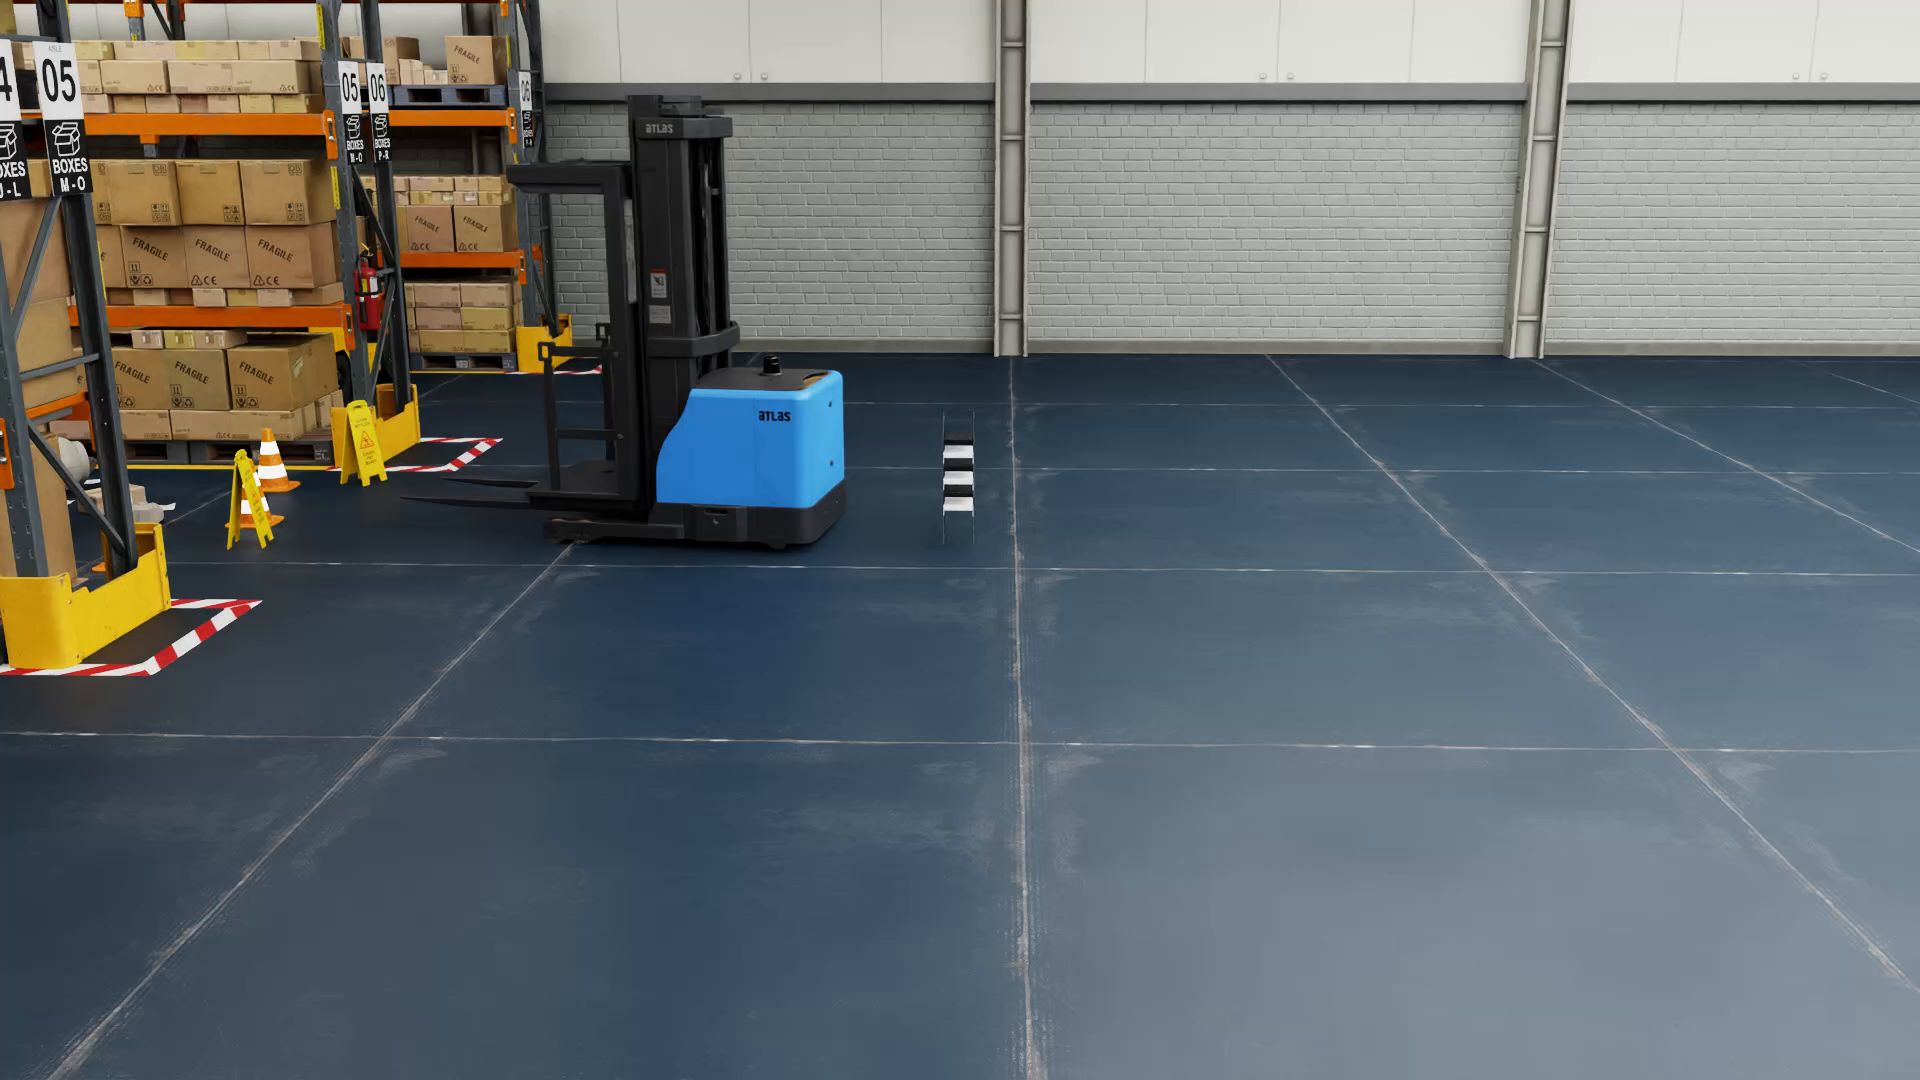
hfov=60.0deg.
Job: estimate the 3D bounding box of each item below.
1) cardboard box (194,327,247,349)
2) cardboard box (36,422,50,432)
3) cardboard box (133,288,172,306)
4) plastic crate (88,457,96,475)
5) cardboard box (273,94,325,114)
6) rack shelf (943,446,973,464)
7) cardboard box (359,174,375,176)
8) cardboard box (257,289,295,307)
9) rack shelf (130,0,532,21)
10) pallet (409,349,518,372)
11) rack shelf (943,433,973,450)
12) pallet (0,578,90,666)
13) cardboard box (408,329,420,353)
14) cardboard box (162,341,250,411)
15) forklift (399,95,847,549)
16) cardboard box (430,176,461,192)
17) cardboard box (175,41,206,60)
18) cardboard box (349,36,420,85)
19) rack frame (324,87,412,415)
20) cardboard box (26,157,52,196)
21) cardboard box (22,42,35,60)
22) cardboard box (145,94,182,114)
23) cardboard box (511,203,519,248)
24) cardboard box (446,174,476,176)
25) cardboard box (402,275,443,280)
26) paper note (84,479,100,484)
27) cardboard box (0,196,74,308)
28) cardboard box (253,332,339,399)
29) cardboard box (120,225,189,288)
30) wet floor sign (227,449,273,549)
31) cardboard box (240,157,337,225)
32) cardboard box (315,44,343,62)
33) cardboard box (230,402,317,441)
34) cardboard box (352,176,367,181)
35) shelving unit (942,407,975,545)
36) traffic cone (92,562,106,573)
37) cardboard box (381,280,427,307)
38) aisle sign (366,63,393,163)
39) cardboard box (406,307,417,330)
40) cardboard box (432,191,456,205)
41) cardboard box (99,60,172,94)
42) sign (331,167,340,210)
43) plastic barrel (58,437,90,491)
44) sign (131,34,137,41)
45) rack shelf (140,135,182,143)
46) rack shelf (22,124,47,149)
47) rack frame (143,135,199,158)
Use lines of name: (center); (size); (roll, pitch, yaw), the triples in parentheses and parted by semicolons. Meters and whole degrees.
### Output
cardboard box: (-6.026, -1.656, 13.561); (0.250, 0.149, 0.380); (1, 15, 3)
cardboard box: (-7.731, -1.008, 13.849); (0.500, 0.250, 0.500); (1, 15, 5)
cardboard box: (-6.509, -1.999, 13.529); (0.250, 0.149, 0.380); (0, 15, 1)
plastic crate: (-7.299, -0.577, 13.370); (0.583, 0.080, 0.402); (-5, 16, -18)
cardboard box: (-5.213, -3.442, 13.118); (0.250, 0.149, 0.380); (0, 15, 2)
rack shelf: (-0.008, -0.577, 11.188); (0.200, 0.077, 0.258); (0, 15, 1)
cardboard box: (-6.602, -4.028, 18.676); (0.250, 0.149, 0.380); (0, 15, 2)
cardboard box: (-5.485, -1.982, 13.464); (0.250, 0.149, 0.380); (0, 15, 1)
rack shelf: (-6.726, -5.820, 17.955); (4.000, 0.370, 1.077); (0, 15, 1)
pallet: (-5.492, -2.094, 18.863); (1.213, 0.211, 1.003); (0, 15, 1)
rack shelf: (-0.008, -0.664, 11.165); (0.200, 0.077, 0.258); (0, 15, 1)
pallet: (-5.676, 0.444, 9.243); (1.213, 0.211, 1.003); (0, 15, 1)
cardboard box: (-6.201, -2.255, 18.574); (0.500, 0.250, 0.500); (1, 15, 2)
cardboard box: (-6.179, -1.359, 13.709); (0.500, 0.500, 0.500); (1, 15, 4)
forklift: (-2.373, -1.517, 11.346); (3.031, 2.935, 1.130); (3, 15, 10)
cardboard box: (-5.599, -3.891, 18.156); (0.250, 0.149, 0.380); (1, 15, 3)
cardboard box: (-5.960, -3.847, 13.089); (0.250, 0.149, 0.380); (0, 15, 2)
cardboard box: (-6.196, -5.171, 17.964); (0.500, 0.500, 0.700); (0, 15, 2)
rack frame: (-4.849, -2.182, 13.730); (0.127, 3.000, 1.000); (0, 15, 1)
cardboard box: (-7.402, -2.806, 13.358); (0.500, 0.500, 0.700); (0, 15, 0)
cardboard box: (-7.238, -3.843, 13.074); (0.250, 0.149, 0.380); (0, 15, 1)
cardboard box: (-6.229, -3.454, 13.163); (0.250, 0.149, 0.380); (0, 15, 1)
cardboard box: (-5.214, -3.570, 18.796); (0.500, 0.500, 0.500); (1, 15, 3)
cardboard box: (-5.582, -4.019, 18.642); (0.250, 0.149, 0.380); (1, 15, 2)
cardboard box: (-6.201, -2.865, 18.924); (0.500, 0.250, 0.500); (0, 15, 1)
paper note: (-6.788, -0.469, 13.060); (0.148, 0.019, 0.142); (-5, 16, -18)
cardboard box: (-5.245, -1.526, 8.833); (0.550, 0.550, 0.875); (0, 15, 1)
cardboard box: (-5.672, -1.494, 14.219); (0.500, 0.500, 0.500); (0, 15, 0)
cardboard box: (-6.399, -2.316, 13.459); (0.500, 0.500, 0.500); (0, 15, 1)
wet floor sign: (-4.795, -0.285, 11.157); (0.232, 0.644, 0.267); (-2, 15, -8)
cardboard box: (-5.366, -2.805, 13.354); (0.500, 0.500, 0.700); (0, 15, 0)
cardboard box: (-5.199, -3.951, 13.484); (0.250, 0.149, 0.380); (0, 15, 1)
cardboard box: (-5.688, -0.992, 13.788); (0.500, 0.250, 0.500); (0, 15, 1)
cardboard box: (-6.623, -3.911, 18.232); (0.250, 0.149, 0.380); (1, 15, 2)
shelving unit: (-0.008, -0.435, 11.225); (0.210, 0.900, 0.258); (0, 15, 1)
traffic cone: (-5.369, -0.058, 10.653); (0.334, 0.463, 0.336); (0, 15, 1)
cardboard box: (-6.210, -2.731, 18.418); (0.500, 0.250, 0.500); (1, 15, 2)
aisle sign: (-4.779, -3.518, 13.697); (0.004, 0.787, 0.394); (0, 15, 1)
cardboard box: (-6.239, -2.491, 18.487); (0.500, 0.250, 0.500); (0, 15, 0)
cardboard box: (-5.594, -3.752, 18.214); (0.250, 0.149, 0.380); (1, 15, 2)
cardboard box: (-6.389, -3.644, 13.103); (0.500, 0.250, 0.500); (1, 15, 3)
sign: (-4.883, -2.753, 13.006); (0.005, 0.325, 0.100); (0, 15, 1)
plastic barrel: (-6.953, -0.564, 12.647); (0.421, 0.421, 0.512); (13, 19, 40)
sign: (-8.729, -5.188, 17.614); (0.005, 0.325, 0.100); (0, 15, 1)
rack shelf: (-10.724, -4.589, 18.386); (4.000, 0.370, 1.077); (0, 15, 1)
rack shelf: (-6.874, -2.035, 8.702); (4.000, 0.370, 1.077); (0, 15, 1)
rack frame: (-8.725, -3.474, 18.627); (0.127, 3.000, 1.000); (0, 15, 1)
